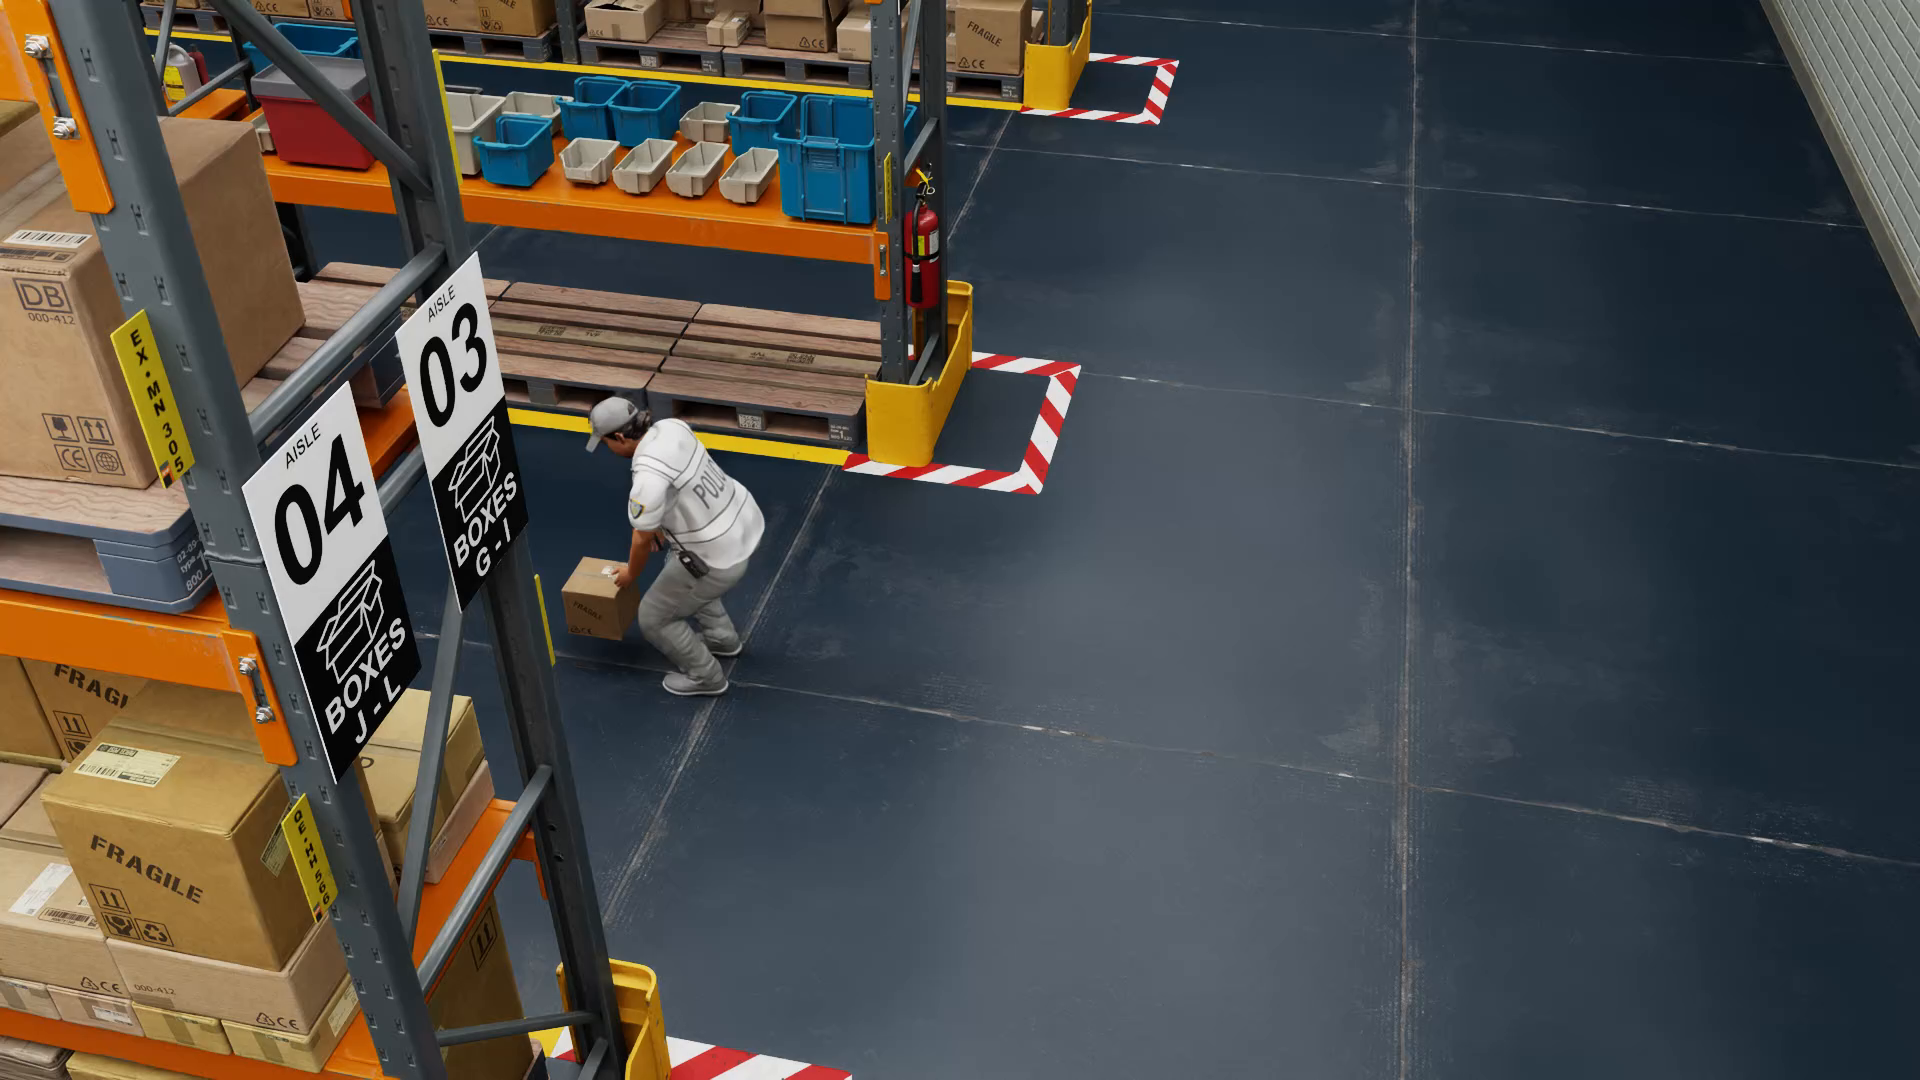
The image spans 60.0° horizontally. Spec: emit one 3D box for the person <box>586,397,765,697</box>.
[{"bbox_3d":[-1.197,0.034,7.121,0.691,1.432,0.532,8,37,10],"label":"person"}]
